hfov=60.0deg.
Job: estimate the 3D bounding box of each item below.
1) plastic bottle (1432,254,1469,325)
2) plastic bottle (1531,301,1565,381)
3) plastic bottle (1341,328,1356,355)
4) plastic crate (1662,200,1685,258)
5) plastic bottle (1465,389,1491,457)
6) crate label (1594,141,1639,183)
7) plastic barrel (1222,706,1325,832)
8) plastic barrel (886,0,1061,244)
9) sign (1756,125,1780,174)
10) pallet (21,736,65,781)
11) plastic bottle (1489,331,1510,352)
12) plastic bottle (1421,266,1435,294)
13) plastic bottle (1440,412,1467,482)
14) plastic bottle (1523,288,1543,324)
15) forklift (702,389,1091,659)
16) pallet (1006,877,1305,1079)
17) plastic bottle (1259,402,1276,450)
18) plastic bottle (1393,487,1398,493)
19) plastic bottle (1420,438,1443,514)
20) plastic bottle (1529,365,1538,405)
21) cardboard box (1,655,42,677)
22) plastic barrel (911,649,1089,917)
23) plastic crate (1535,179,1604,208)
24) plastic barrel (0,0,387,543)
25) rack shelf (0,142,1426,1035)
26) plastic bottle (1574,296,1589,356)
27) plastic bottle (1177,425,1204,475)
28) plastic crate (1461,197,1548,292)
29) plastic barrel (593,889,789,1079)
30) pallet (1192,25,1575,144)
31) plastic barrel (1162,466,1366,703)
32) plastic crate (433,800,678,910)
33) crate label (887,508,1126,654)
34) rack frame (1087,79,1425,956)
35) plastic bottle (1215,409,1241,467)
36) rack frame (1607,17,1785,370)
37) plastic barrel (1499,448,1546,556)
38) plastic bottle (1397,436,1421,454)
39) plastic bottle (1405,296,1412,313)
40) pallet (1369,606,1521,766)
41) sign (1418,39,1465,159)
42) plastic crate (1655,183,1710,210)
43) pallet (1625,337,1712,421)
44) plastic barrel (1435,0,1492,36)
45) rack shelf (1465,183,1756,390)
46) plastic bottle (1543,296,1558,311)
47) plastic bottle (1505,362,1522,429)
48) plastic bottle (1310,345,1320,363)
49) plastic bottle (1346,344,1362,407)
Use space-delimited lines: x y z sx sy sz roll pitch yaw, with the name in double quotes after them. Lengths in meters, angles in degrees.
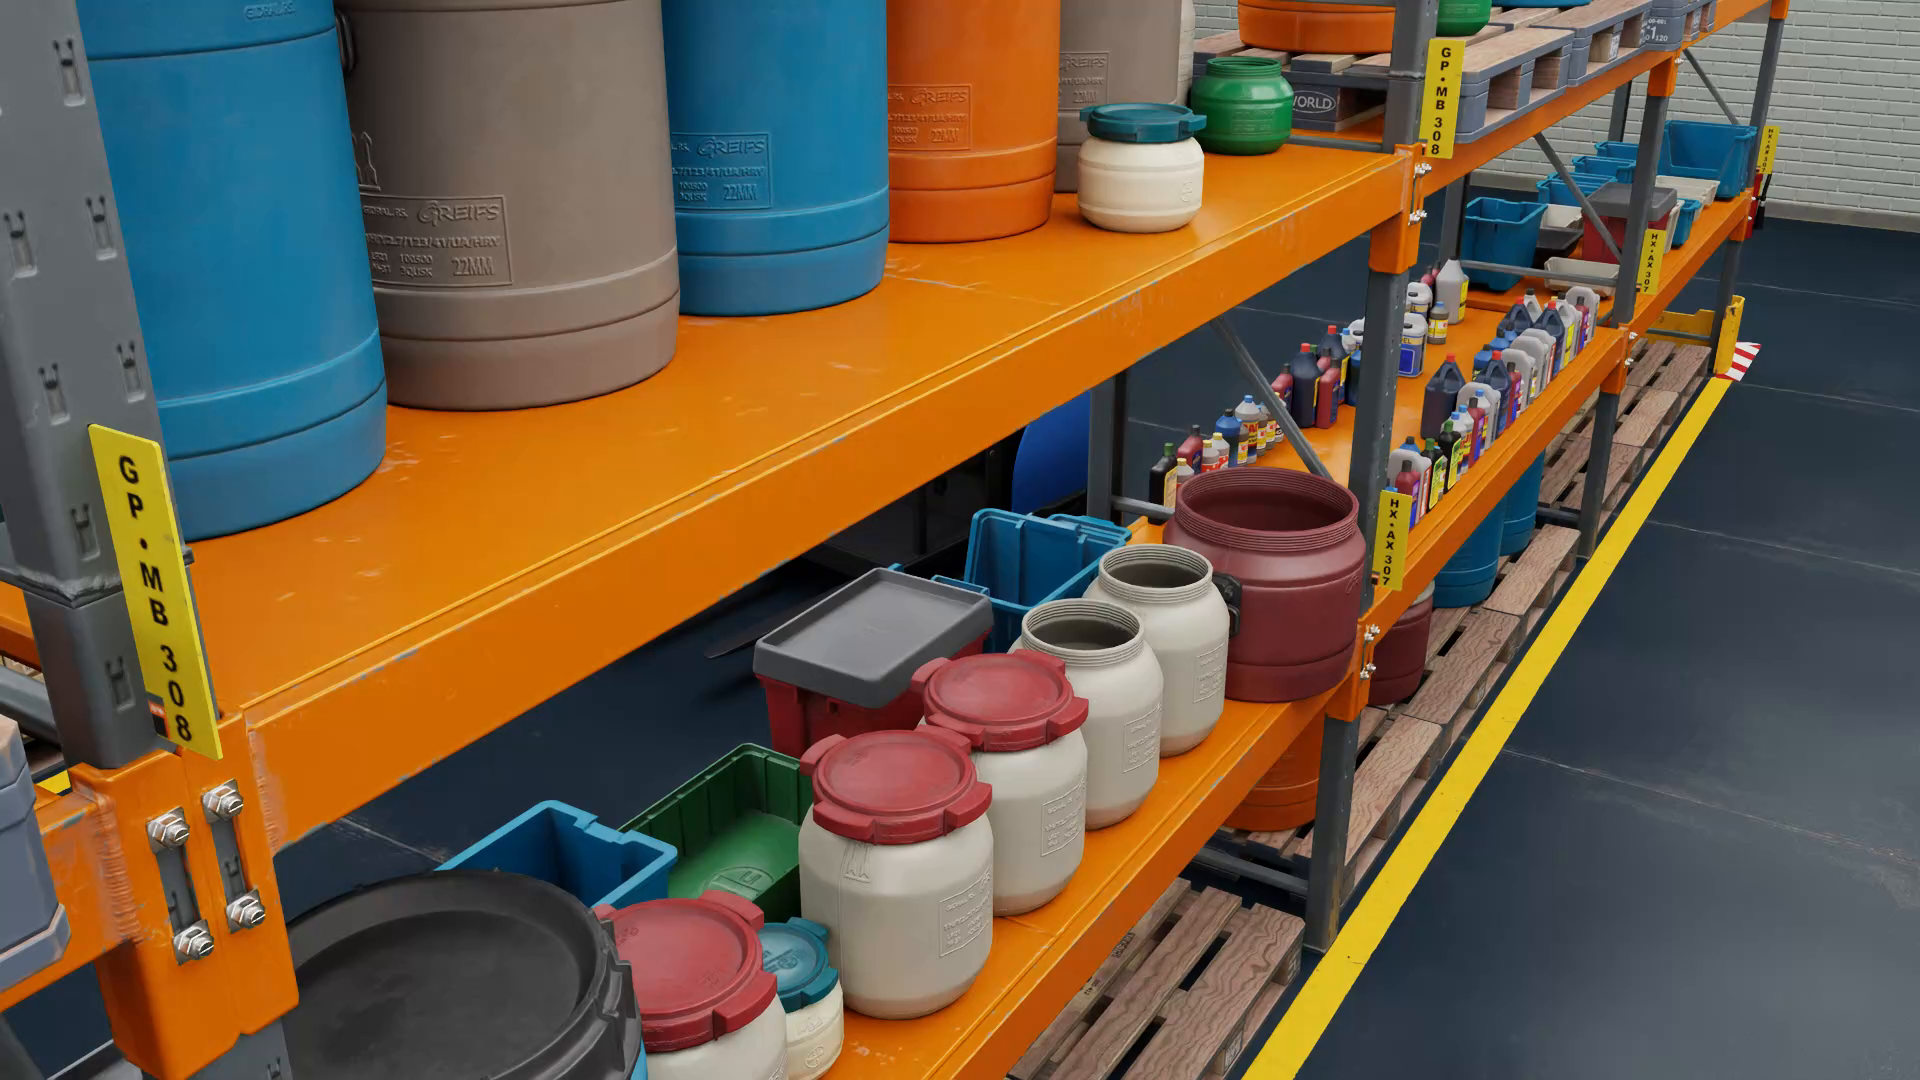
2.521 -1.298 8.534 0.144 0.351 0.185 14 27 29 "plastic bottle"
2.699 -0.921 7.664 0.144 0.351 0.185 14 27 29 "plastic bottle"
1.740 -0.825 7.543 0.097 0.271 0.097 0 23 0 "plastic bottle"
3.965 -1.835 9.786 0.437 0.282 0.530 14 27 29 "plastic crate"
2.090 -0.477 6.739 0.097 0.271 0.097 0 23 0 "plastic bottle"
4.704 -2.671 11.780 0.416 0.233 0.303 14 27 29 "crate label"
1.137 0.600 6.292 0.600 0.830 0.708 14 27 29 "plastic barrel"
-0.069 -1.156 3.829 0.600 0.830 0.708 14 27 29 "plastic barrel"
5.589 -2.700 11.506 0.100 0.325 0.005 14 27 29 "sign"
-4.424 0.885 6.939 1.003 0.211 1.213 14 27 29 "pallet"
2.425 -0.806 7.498 0.097 0.271 0.097 0 23 0 "plastic bottle"
2.377 -1.252 8.513 0.061 0.283 0.133 14 27 29 "plastic bottle"
1.917 -0.367 6.483 0.097 0.271 0.097 0 23 0 "plastic bottle"
2.674 -1.014 7.878 0.144 0.351 0.185 14 27 29 "plastic bottle"
-0.403 -1.155 8.228 1.130 2.935 3.031 18 29 36 "forklift"
0.452 1.498 5.524 1.003 0.211 1.213 14 27 29 "pallet"
1.251 -0.480 6.833 0.097 0.201 0.097 0 23 0 "plastic bottle"
1.532 -0.088 5.928 0.097 0.201 0.097 0 23 0 "plastic bottle"
1.750 -0.252 6.202 0.061 0.283 0.133 14 27 29 "plastic bottle"
2.503 -0.709 7.363 0.097 0.201 0.097 0 23 0 "plastic bottle"
-3.917 0.313 6.979 0.500 0.311 0.500 14 27 29 "cardboard box"
0.090 0.582 3.958 0.433 0.535 0.433 0 23 0 "plastic barrel"
3.851 -2.126 10.520 0.416 0.233 0.300 14 27 29 "plastic crate"
-1.133 -0.509 2.242 0.600 0.901 0.708 14 27 29 "plastic barrel"
-0.161 -0.406 3.543 1.077 0.370 4.000 14 27 29 "rack shelf"
2.987 -1.043 8.030 0.061 0.283 0.133 14 27 29 "plastic bottle"
0.866 -0.285 6.280 0.061 0.283 0.133 14 27 29 "plastic bottle"
2.960 -1.634 9.194 0.392 0.384 0.575 14 27 29 "plastic crate"
-0.525 0.976 3.049 0.433 0.535 0.433 0 23 0 "plastic barrel"
1.380 -1.562 5.546 1.003 0.211 1.213 14 27 29 "pallet"
0.906 0.123 5.020 0.600 0.536 0.708 14 27 29 "plastic barrel"
-0.899 0.885 3.450 0.392 0.384 0.575 14 27 29 "plastic crate"
0.140 0.227 4.904 0.502 0.435 0.616 14 27 29 "crate label"
0.894 -0.035 5.555 1.000 3.000 0.127 14 27 29 "rack frame"
1.045 -0.381 6.515 0.097 0.271 0.097 0 23 0 "plastic bottle"
5.113 -2.735 11.792 1.000 3.000 0.127 14 27 29 "rack frame"
2.702 -0.435 8.591 0.600 0.901 0.708 14 27 29 "plastic barrel"
1.673 -0.256 6.229 0.097 0.271 0.097 0 23 0 "plastic bottle"
2.158 -1.093 8.160 0.097 0.271 0.097 0 23 0 "plastic bottle"
1.918 0.560 7.691 1.003 0.211 1.213 14 27 29 "pallet"
1.365 -1.251 4.719 0.100 0.325 0.005 14 27 29 "sign"
4.672 -2.234 10.890 0.396 0.136 0.243 14 27 29 "plastic crate"
4.646 -1.185 11.722 1.003 0.211 1.213 14 27 29 "pallet"
1.648 -1.842 5.621 0.294 0.245 0.294 0 23 0 "plastic barrel"
4.059 -1.730 10.376 1.077 0.370 4.000 14 27 29 "rack shelf"
2.954 -1.113 8.295 0.097 0.201 0.097 0 23 0 "plastic bottle"
2.335 -0.626 7.067 0.061 0.283 0.133 14 27 29 "plastic bottle"
1.515 -0.700 7.239 0.061 0.283 0.133 14 27 29 "plastic bottle"
1.760 -0.729 7.321 0.097 0.271 0.097 0 23 0 "plastic bottle"
